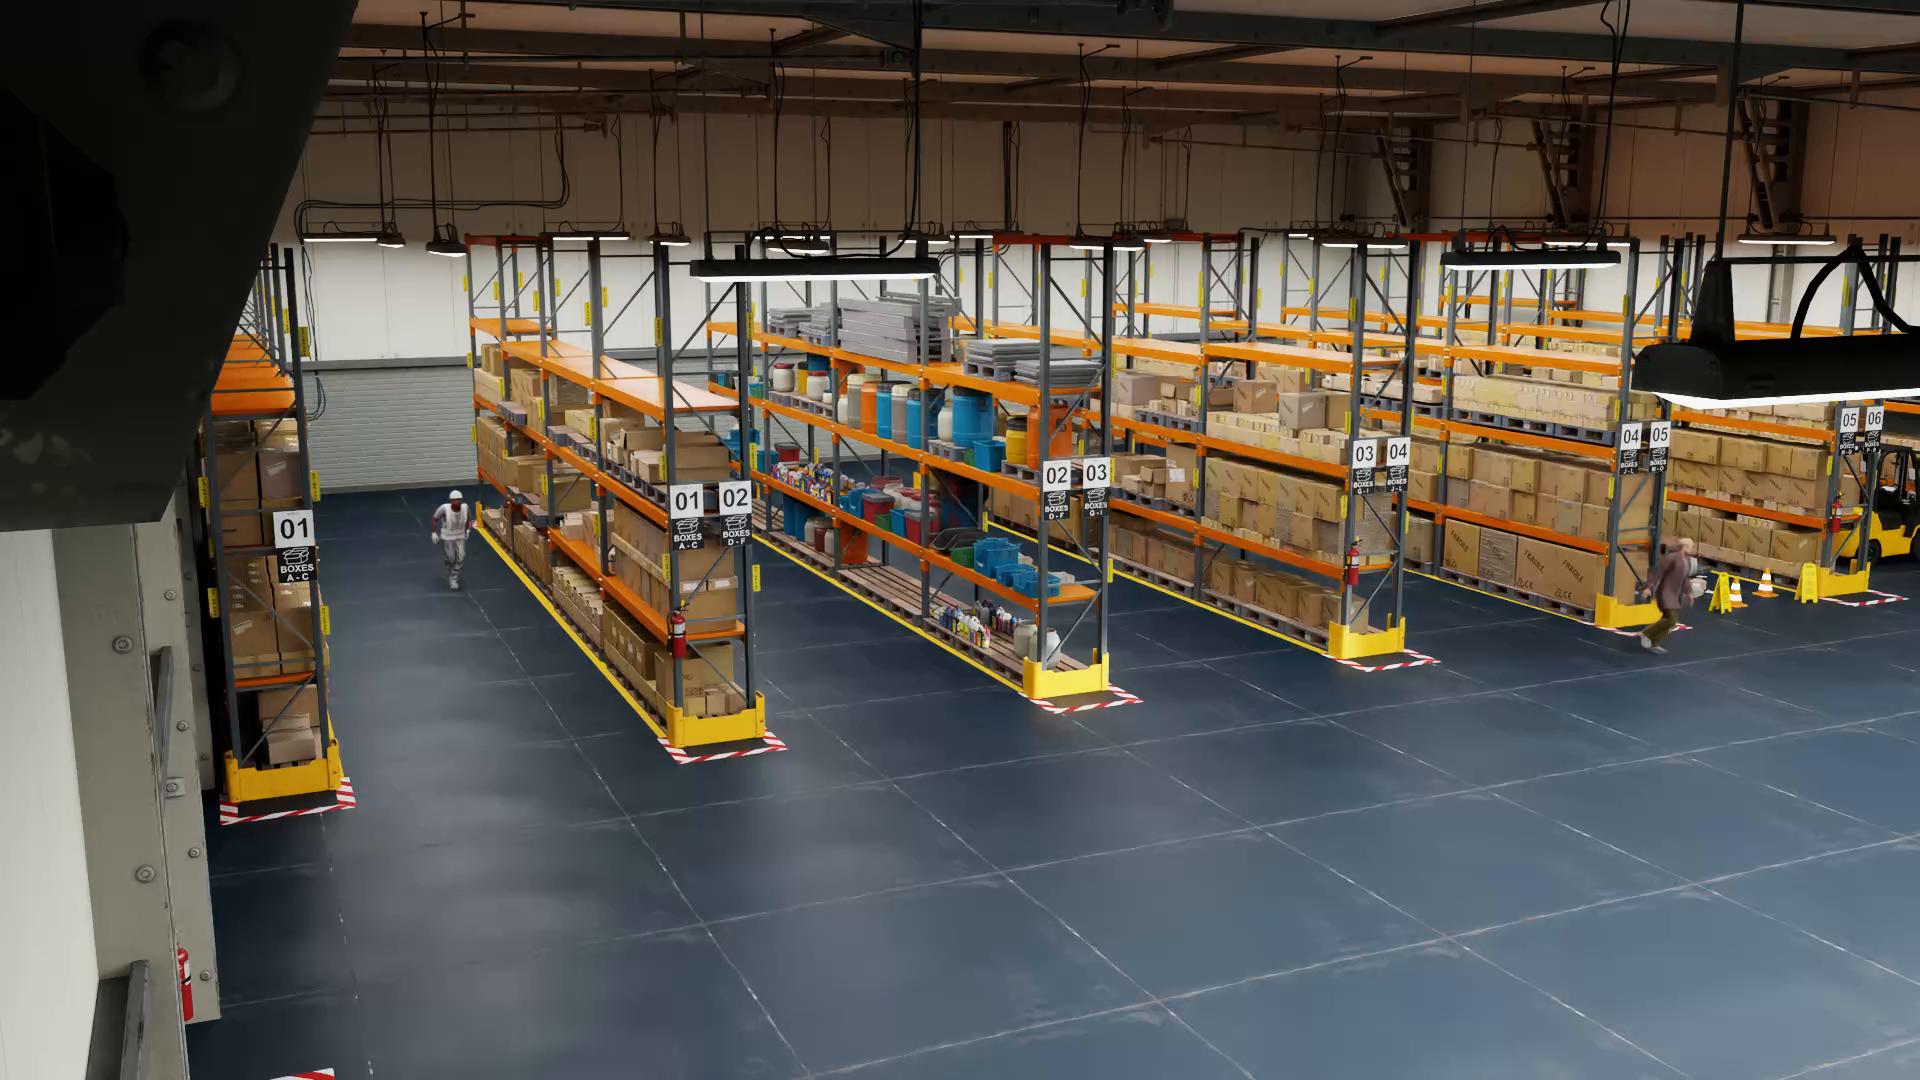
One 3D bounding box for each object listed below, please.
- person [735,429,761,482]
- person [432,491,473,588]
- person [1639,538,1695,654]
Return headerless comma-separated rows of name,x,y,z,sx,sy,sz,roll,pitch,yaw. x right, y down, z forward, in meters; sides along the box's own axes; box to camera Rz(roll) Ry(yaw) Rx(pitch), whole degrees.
person,-4.883,-1.748,37.911,0.792,1.619,0.682,7,13,32
person,-8.790,-0.034,28.842,0.684,1.706,0.705,-9,14,-38
person,10.390,0.816,24.435,0.721,1.748,0.608,-11,15,-43
